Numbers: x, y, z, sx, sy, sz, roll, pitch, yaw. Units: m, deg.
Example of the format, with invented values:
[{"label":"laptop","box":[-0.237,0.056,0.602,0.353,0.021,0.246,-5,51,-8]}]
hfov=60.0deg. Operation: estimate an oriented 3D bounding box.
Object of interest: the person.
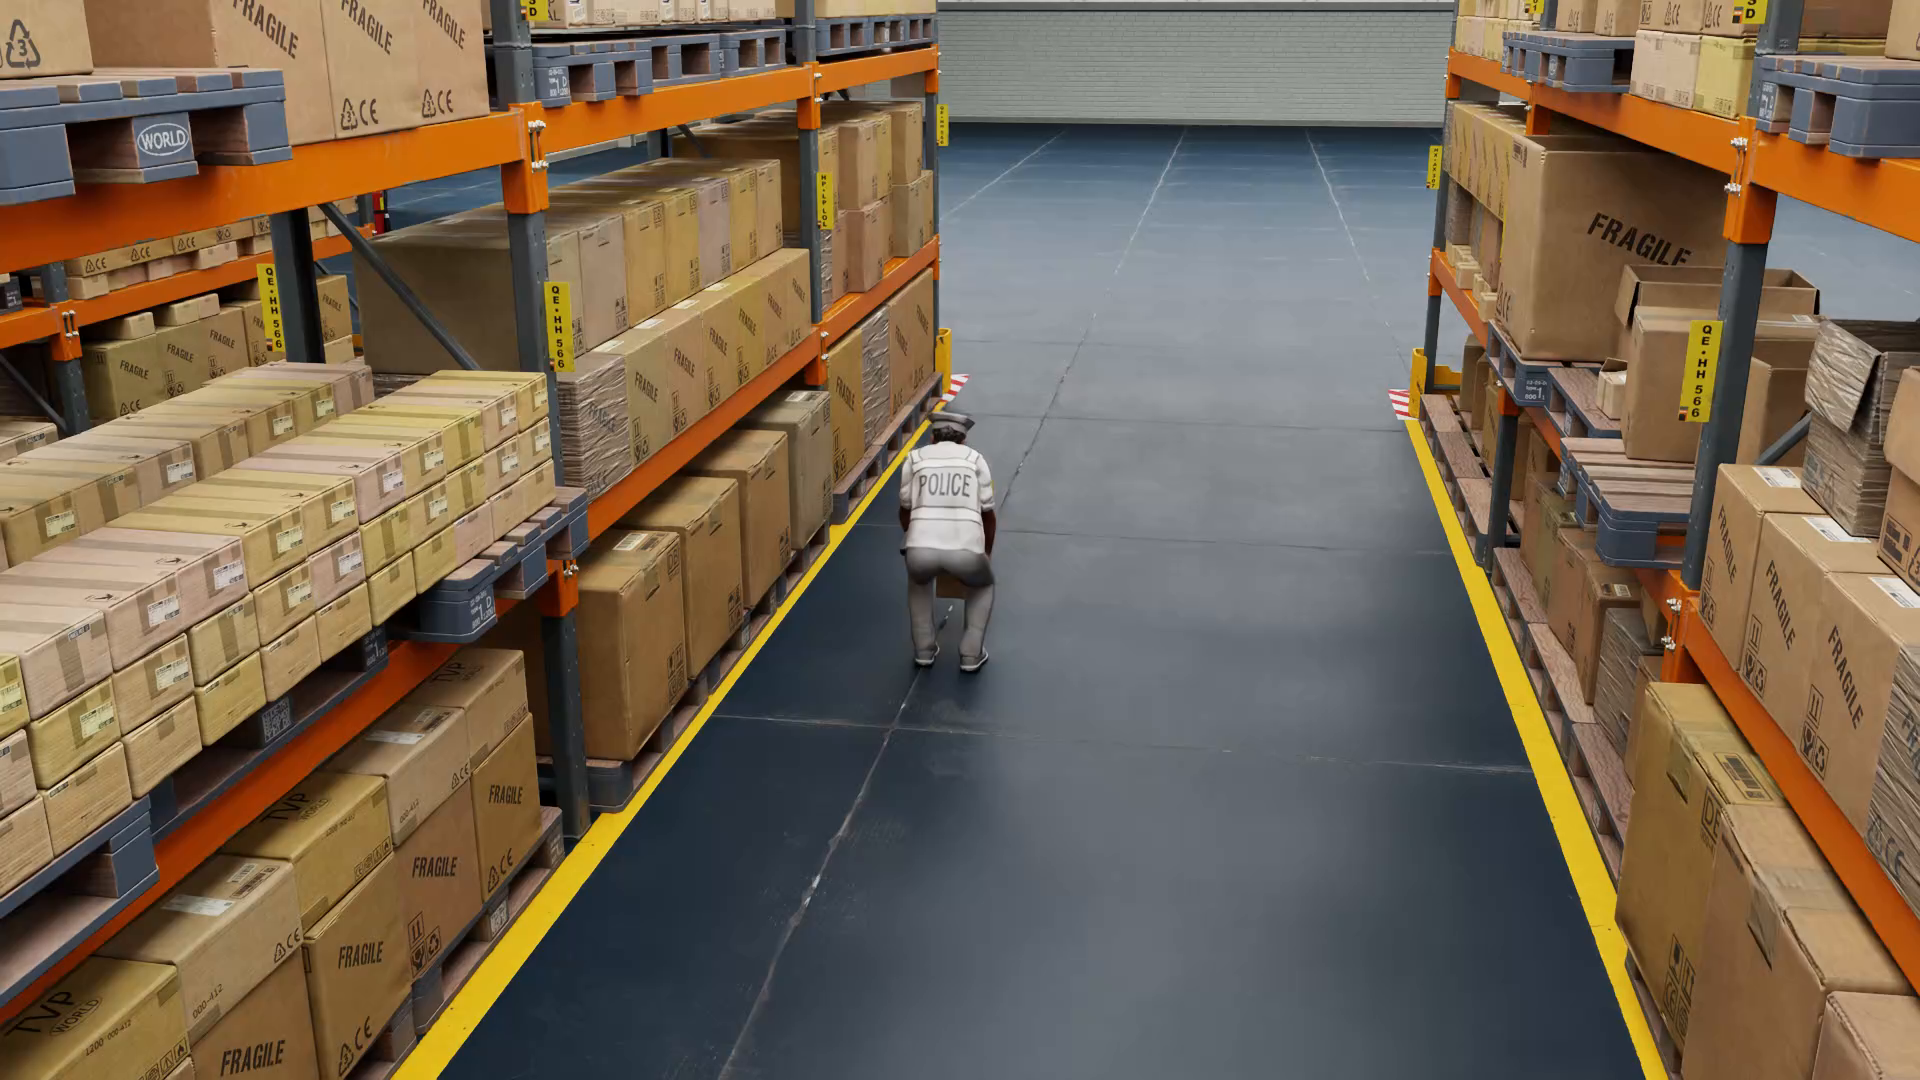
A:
[{"label":"person","box":[-0.079,0.007,8.257,0.502,1.222,0.787,3,18,9]}]
